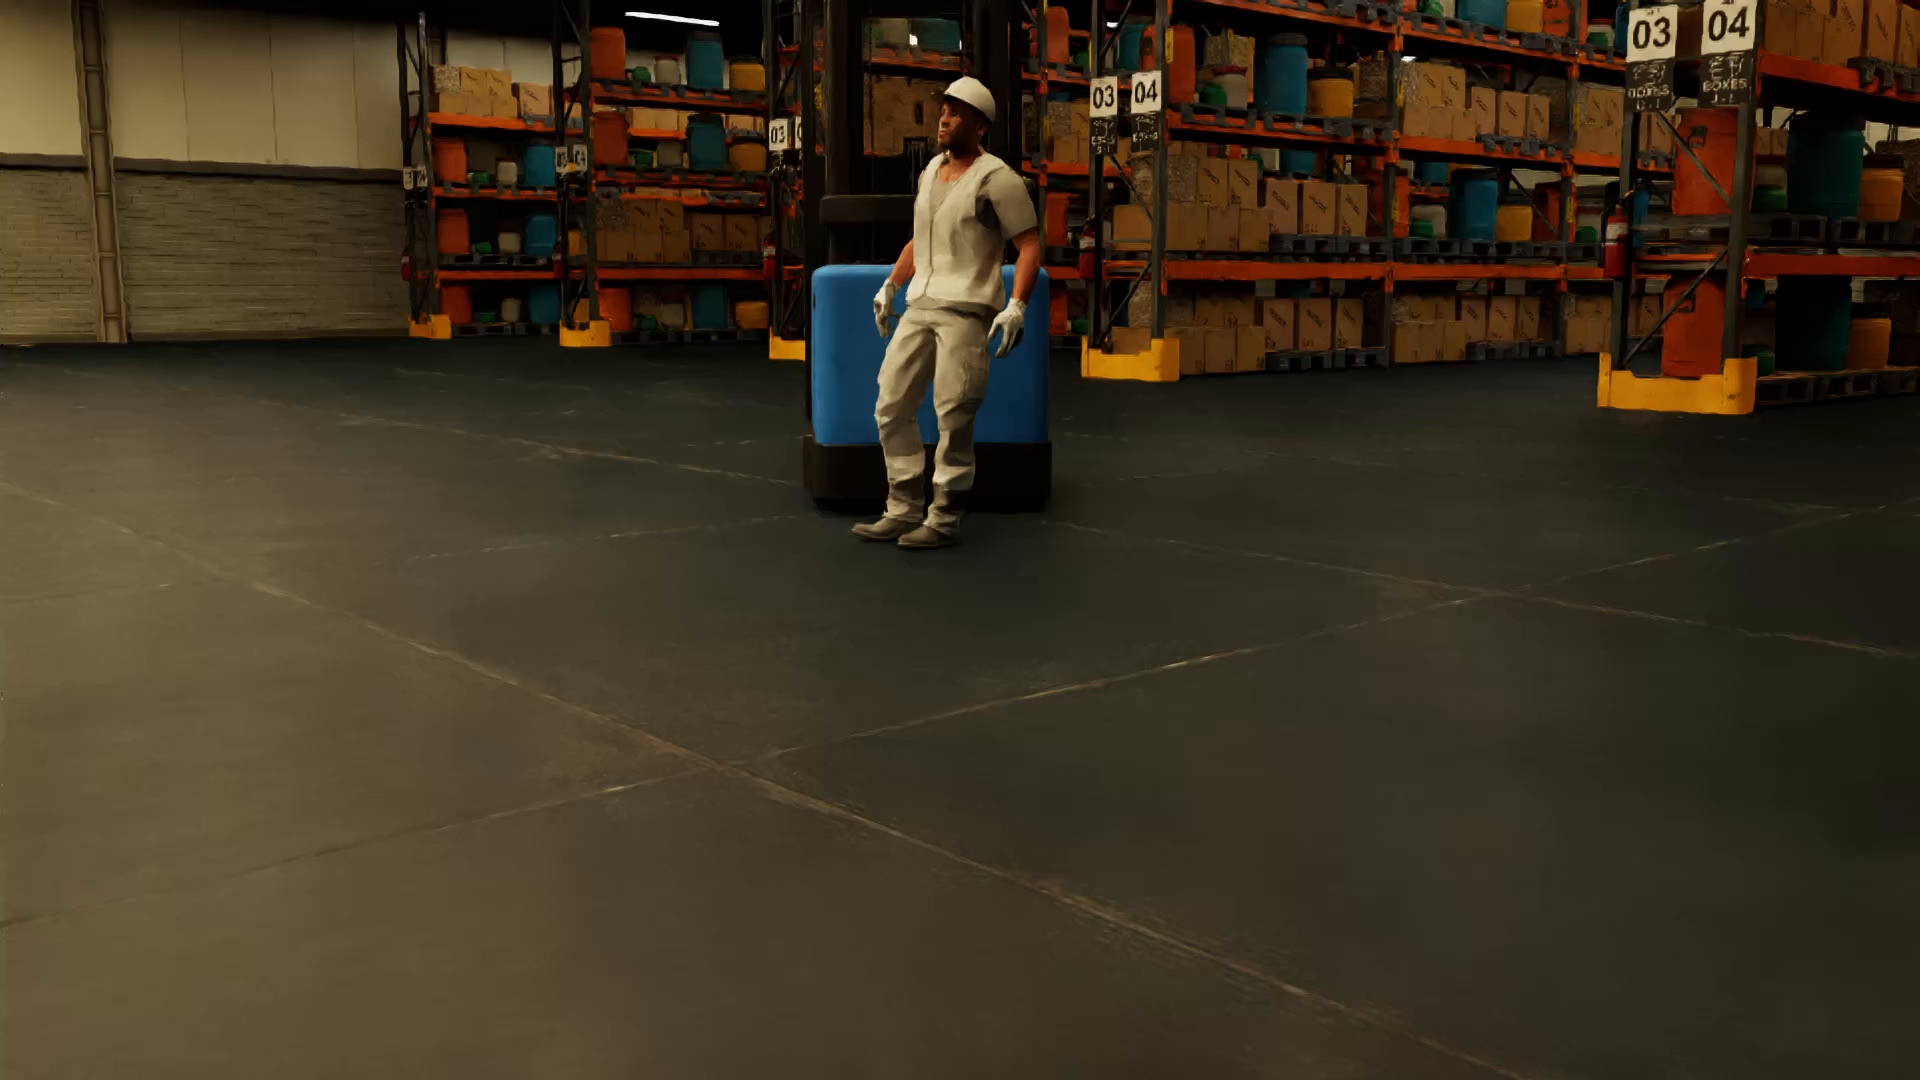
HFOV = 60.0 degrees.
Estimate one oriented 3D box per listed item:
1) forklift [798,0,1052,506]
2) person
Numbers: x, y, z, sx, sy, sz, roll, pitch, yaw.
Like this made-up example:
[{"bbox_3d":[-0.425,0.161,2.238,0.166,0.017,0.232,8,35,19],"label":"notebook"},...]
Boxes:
[{"bbox_3d":[-0.267,-1.790,8.523,1.130,2.935,3.031,-1,9,-6],"label":"forklift"},{"bbox_3d":[-0.079,-0.847,6.323,0.486,1.776,0.718,-8,12,-44],"label":"person"}]
